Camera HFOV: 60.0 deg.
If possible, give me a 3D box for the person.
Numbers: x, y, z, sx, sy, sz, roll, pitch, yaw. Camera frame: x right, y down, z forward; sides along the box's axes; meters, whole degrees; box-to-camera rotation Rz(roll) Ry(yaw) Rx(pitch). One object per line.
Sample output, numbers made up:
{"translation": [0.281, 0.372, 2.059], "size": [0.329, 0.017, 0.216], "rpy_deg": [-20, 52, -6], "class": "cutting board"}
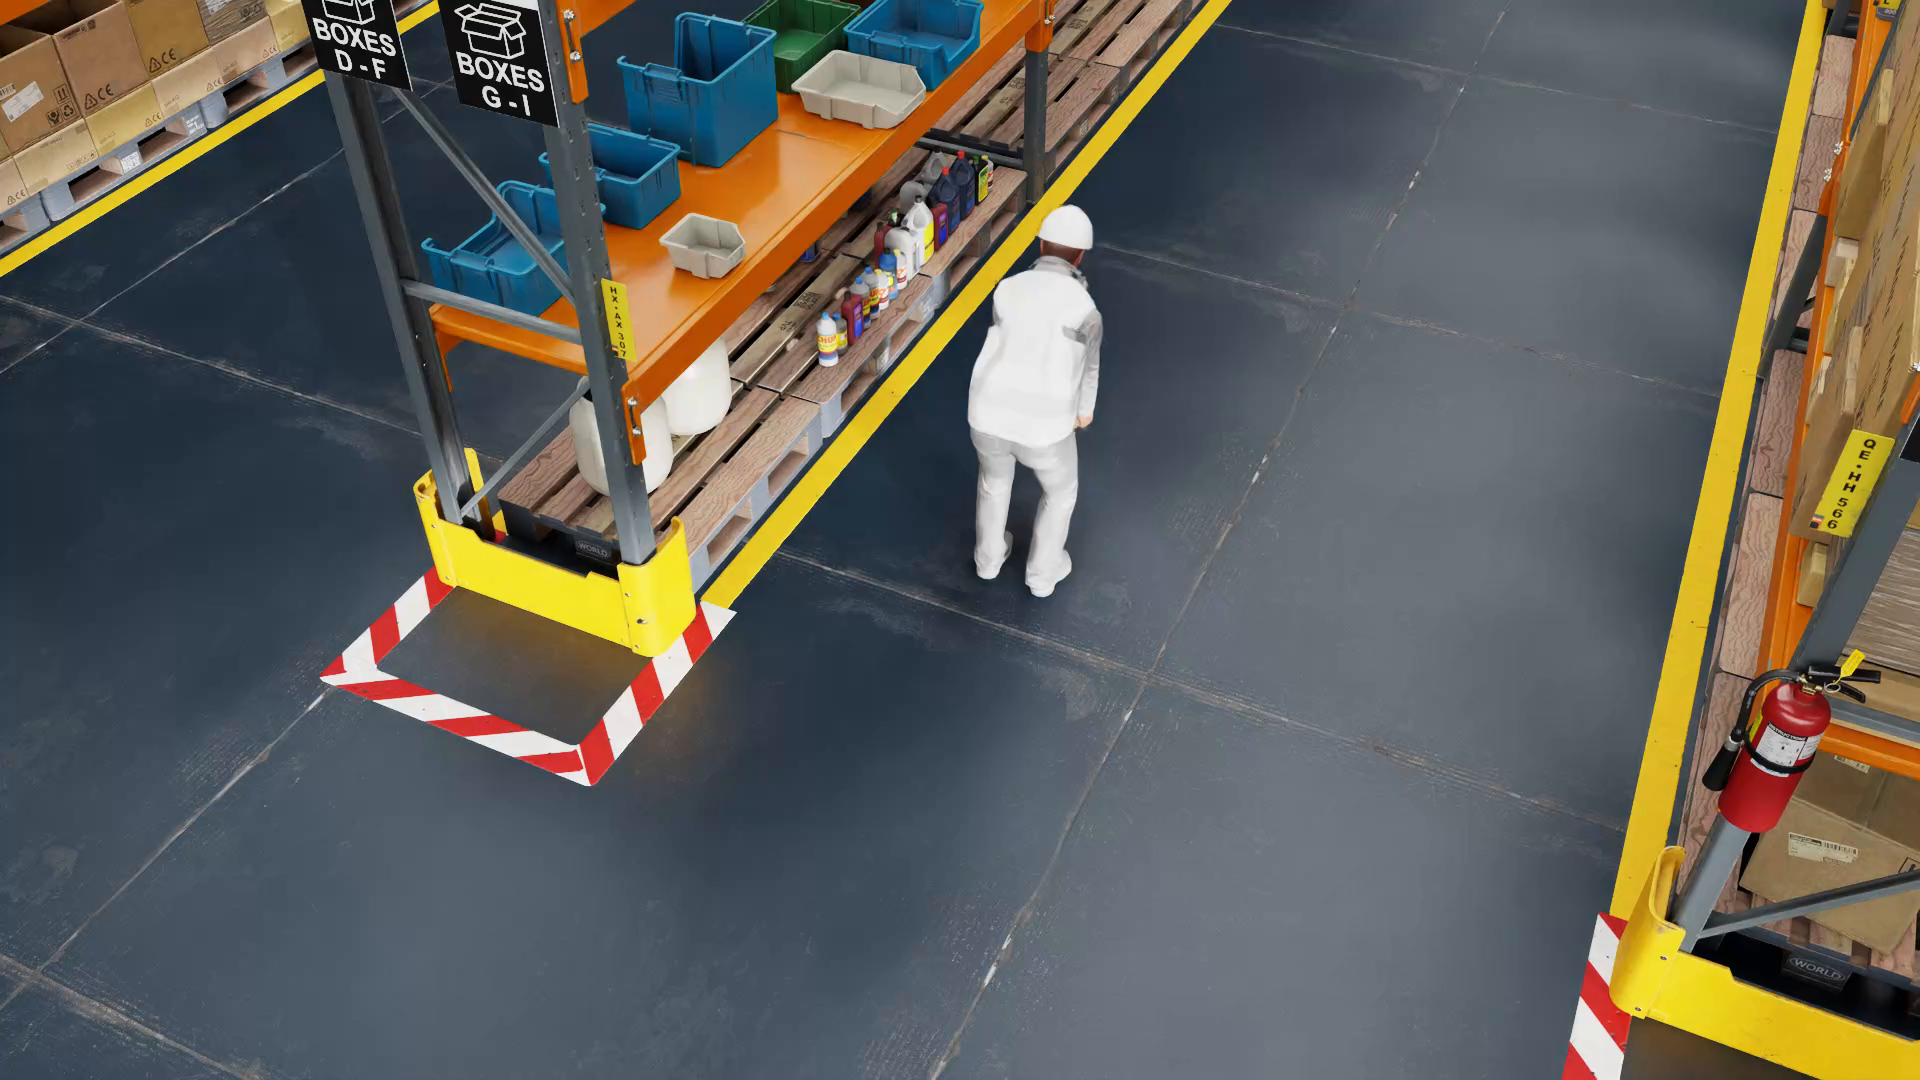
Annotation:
{"translation": [0.325, -0.562, 6.920], "size": [0.473, 1.579, 0.803], "rpy_deg": [16, 44, 18], "class": "person"}
